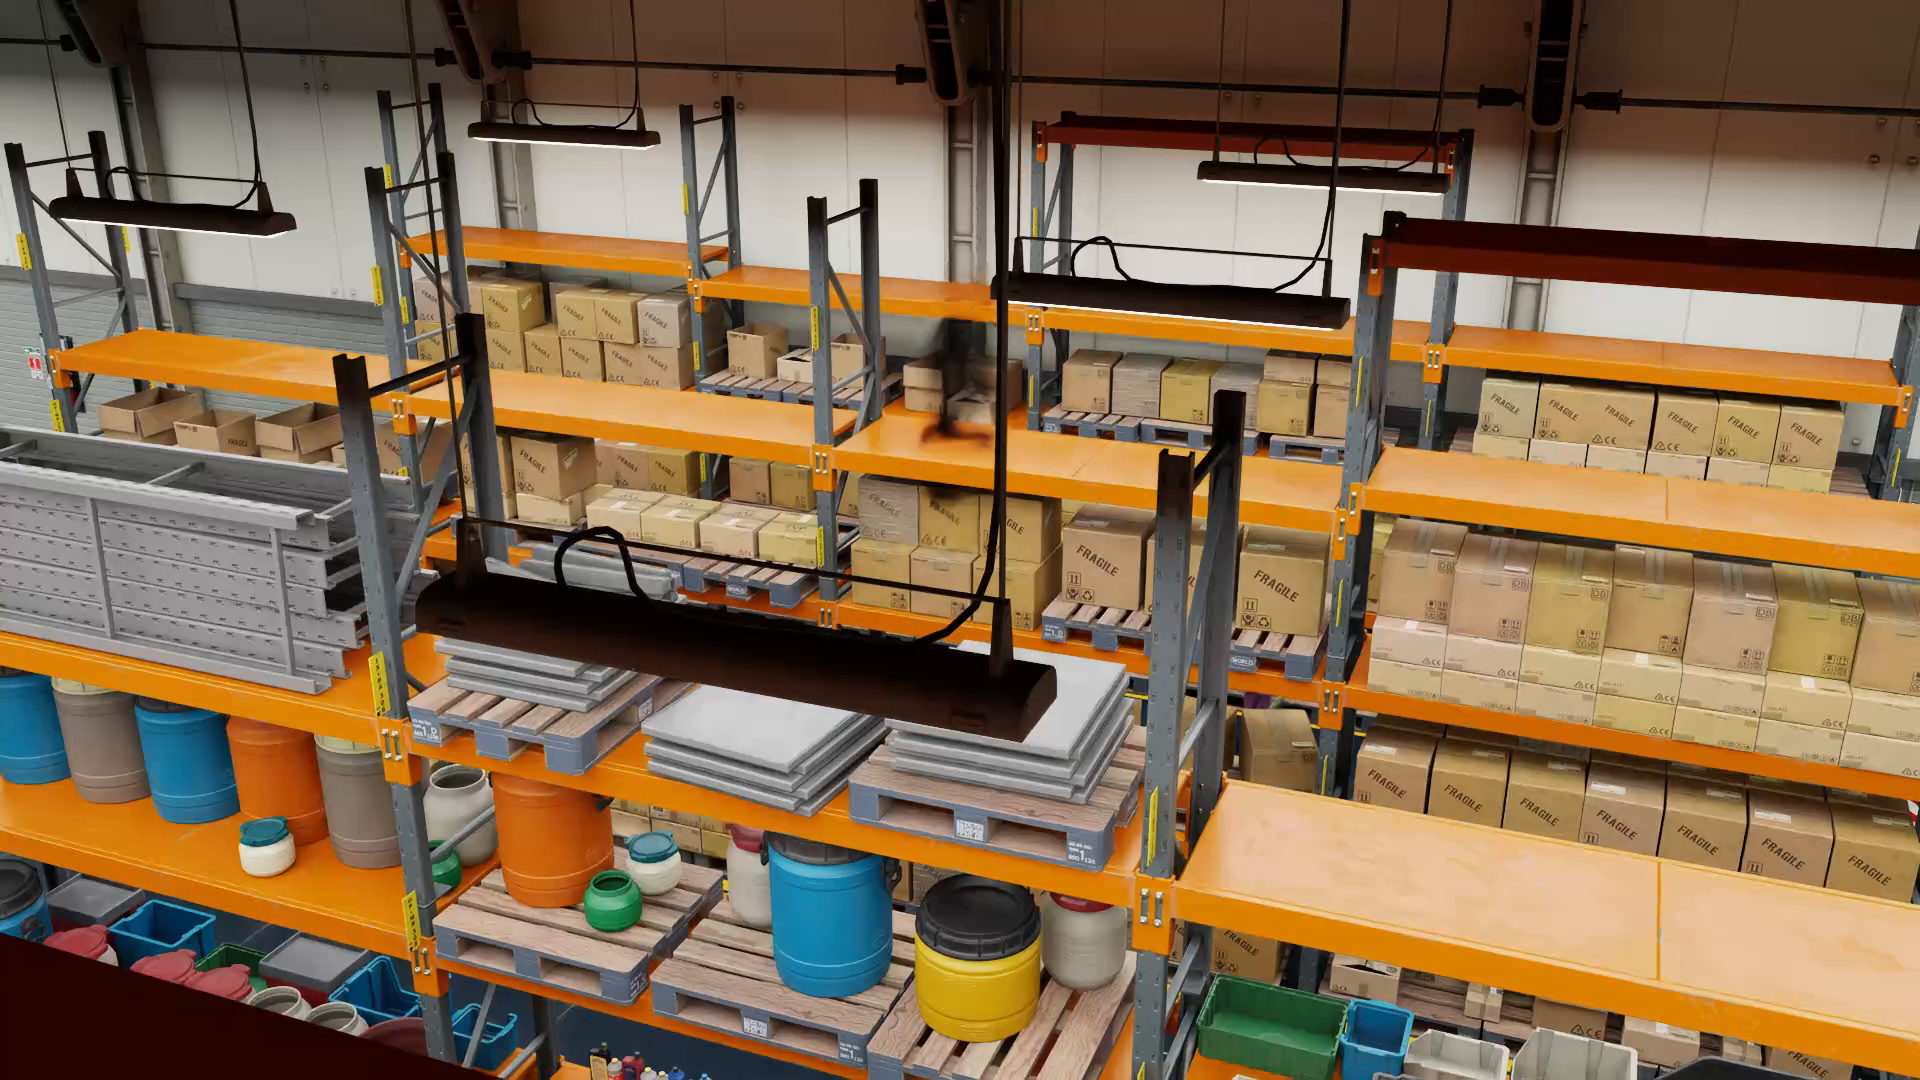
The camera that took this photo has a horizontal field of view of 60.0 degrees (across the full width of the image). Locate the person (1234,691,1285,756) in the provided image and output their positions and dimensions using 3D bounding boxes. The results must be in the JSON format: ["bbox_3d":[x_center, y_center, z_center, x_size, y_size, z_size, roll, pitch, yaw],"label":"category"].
[{"bbox_3d":[2.825,1.690,15.661,0.860,1.585,0.534,6,22,15],"label":"person"}]
